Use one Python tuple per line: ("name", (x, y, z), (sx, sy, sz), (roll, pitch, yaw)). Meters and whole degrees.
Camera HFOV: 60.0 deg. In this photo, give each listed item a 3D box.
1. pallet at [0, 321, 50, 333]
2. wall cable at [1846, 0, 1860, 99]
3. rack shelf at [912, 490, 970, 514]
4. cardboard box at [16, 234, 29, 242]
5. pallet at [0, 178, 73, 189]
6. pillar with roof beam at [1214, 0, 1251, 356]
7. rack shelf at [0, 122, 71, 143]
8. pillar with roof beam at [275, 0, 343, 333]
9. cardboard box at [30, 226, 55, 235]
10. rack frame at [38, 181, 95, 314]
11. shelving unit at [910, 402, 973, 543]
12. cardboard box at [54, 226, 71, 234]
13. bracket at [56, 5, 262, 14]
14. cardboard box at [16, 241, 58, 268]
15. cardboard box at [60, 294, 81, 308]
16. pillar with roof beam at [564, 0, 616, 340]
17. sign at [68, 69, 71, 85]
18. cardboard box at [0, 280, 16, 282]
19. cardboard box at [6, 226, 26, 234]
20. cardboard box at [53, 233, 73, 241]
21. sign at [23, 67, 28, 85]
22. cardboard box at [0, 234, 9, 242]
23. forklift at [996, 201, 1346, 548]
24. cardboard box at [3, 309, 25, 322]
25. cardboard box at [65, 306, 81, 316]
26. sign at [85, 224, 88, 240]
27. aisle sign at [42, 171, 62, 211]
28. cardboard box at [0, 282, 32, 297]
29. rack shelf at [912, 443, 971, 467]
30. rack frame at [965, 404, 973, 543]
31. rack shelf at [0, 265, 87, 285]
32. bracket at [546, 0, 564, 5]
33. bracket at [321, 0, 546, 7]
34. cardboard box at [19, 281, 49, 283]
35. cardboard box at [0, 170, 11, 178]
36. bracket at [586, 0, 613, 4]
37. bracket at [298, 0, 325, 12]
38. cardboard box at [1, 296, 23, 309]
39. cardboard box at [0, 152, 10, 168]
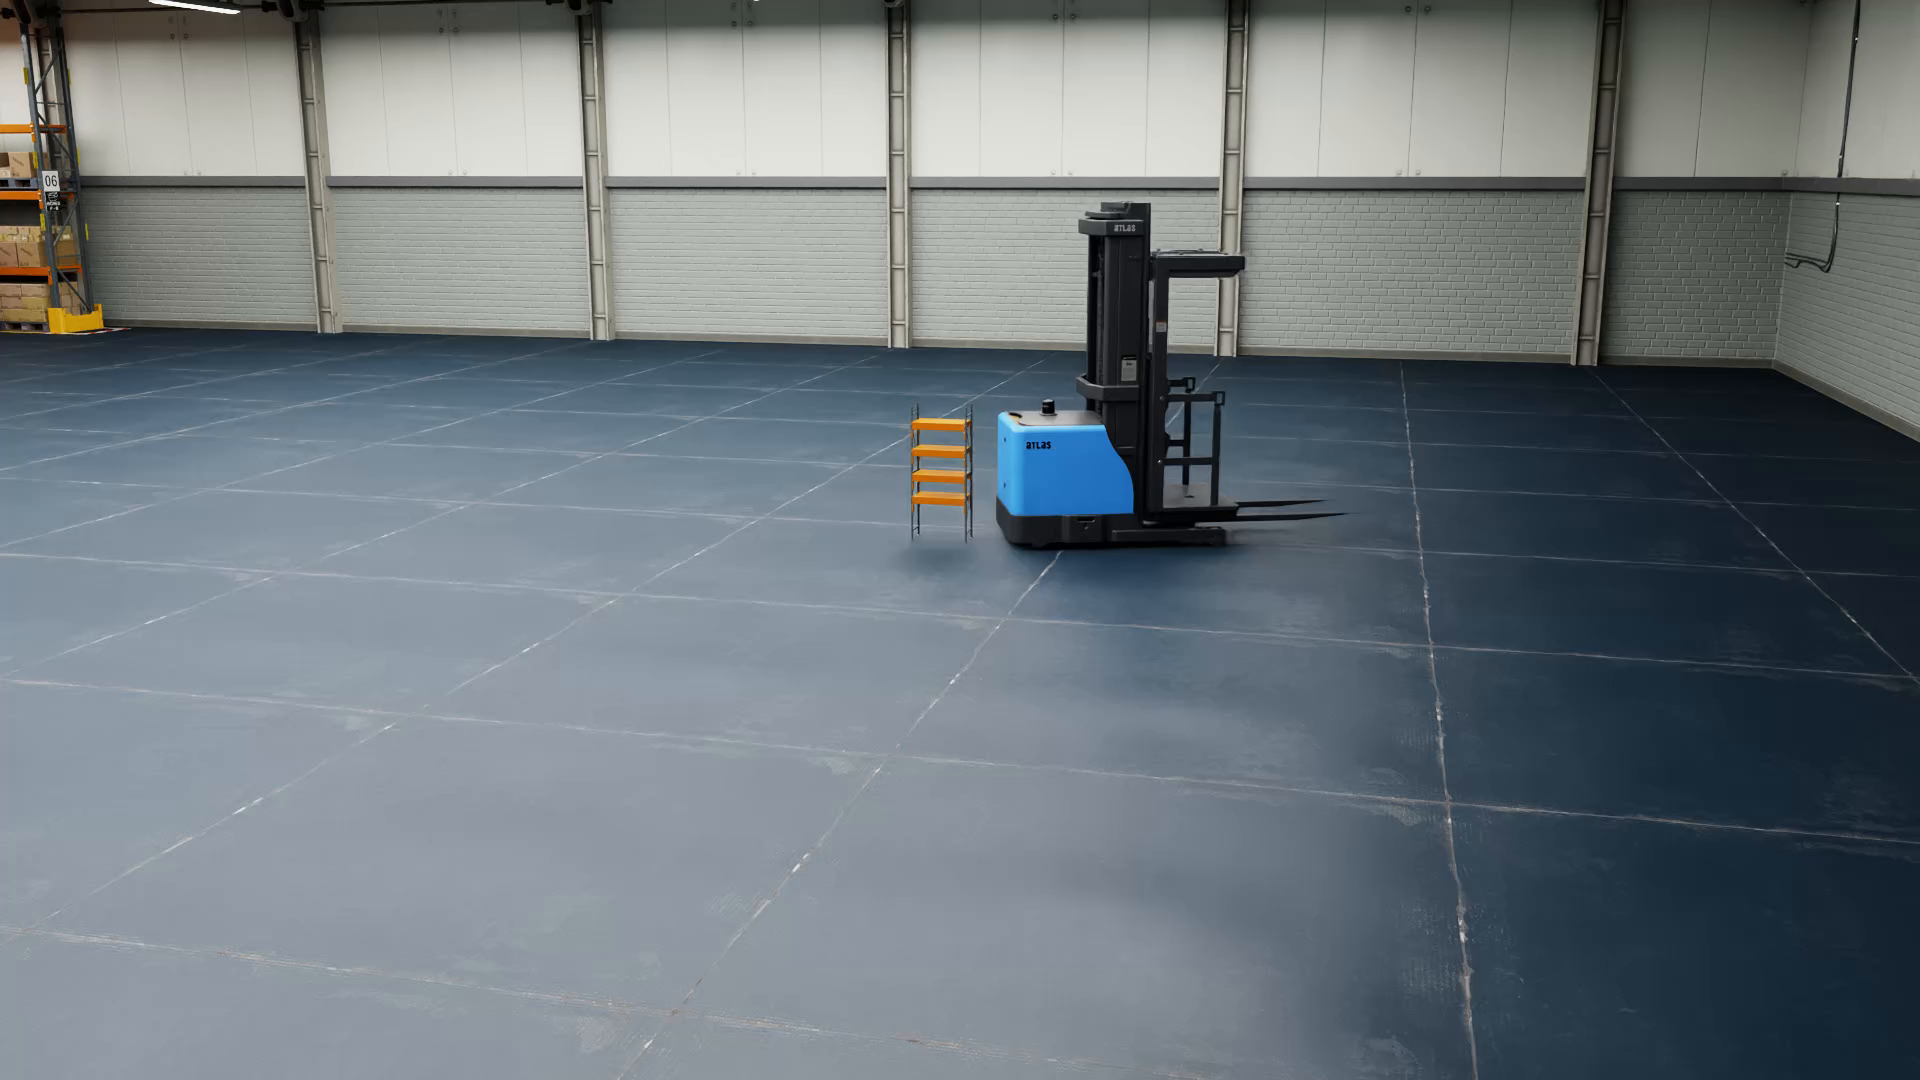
("pallet", (-18.876, -4.432, 34.223), (1.213, 0.211, 1.003), (3, 13, 14))
("wall cable", (12.438, -7.310, 22.415), (0.112, 2.526, 3.097), (3, 13, 14))
("rack shelf", (-0.161, -0.335, 14.700), (0.480, 0.148, 0.258), (3, 13, 14))
("cardboard box", (-18.783, -6.094, 33.548), (0.250, 0.149, 0.380), (3, 13, 14))
("pallet", (-18.804, -7.226, 33.657), (1.213, 0.211, 1.003), (3, 13, 14))
("pillar with roof beam", (3.686, -6.766, 24.455), (0.548, 9.000, 9.100), (3, 13, 14))
("rack shelf", (-20.066, -8.249, 33.722), (4.000, 0.370, 1.077), (3, 13, 14))
("pillar with roof beam", (-13.790, -7.700, 28.666), (0.548, 9.000, 9.100), (3, 13, 14))
("cardboard box", (-18.522, -6.248, 33.553), (0.250, 0.149, 0.380), (3, 13, 14))
("rack frame", (-18.124, -5.763, 33.782), (0.127, 3.000, 1.000), (3, 13, 14))
("shelving unit", (-0.161, -0.594, 14.643), (0.503, 1.200, 0.258), (3, 13, 14))
("cardboard box", (-18.399, -6.336, 33.950), (0.250, 0.149, 0.380), (3, 13, 12))
("bracket", (-15.748, -10.444, 32.720), (4.783, 0.066, 0.076), (3, 13, 14))
("cardboard box", (-18.664, -5.782, 33.638), (0.500, 0.500, 0.500), (3, 13, 12))
("cardboard box", (-18.530, -4.937, 34.287), (0.500, 0.250, 0.500), (3, 13, 15))
("pillar with roof beam", (-7.965, -7.389, 27.262), (0.548, 9.000, 9.100), (3, 13, 14))
("sign", (-17.985, -9.341, 33.539), (0.005, 0.325, 0.100), (3, 13, 14))
("cardboard box", (-20.010, -5.260, 34.585), (0.500, 0.250, 0.500), (3, 13, 12))
("cardboard box", (-19.029, -6.262, 33.617), (0.250, 0.149, 0.380), (3, 13, 15))
("cardboard box", (-18.391, -6.200, 34.026), (0.250, 0.149, 0.380), (3, 13, 12))
("sign", (-18.268, -9.073, 32.512), (0.005, 0.325, 0.100), (3, 13, 14))
("cardboard box", (-19.258, -6.136, 33.736), (0.250, 0.149, 0.380), (3, 13, 13))
("forklift", (1.883, -1.480, 14.638), (3.031, 2.935, 1.130), (-2, 13, -7))
("cardboard box", (-19.136, -4.611, 33.970), (0.500, 0.250, 0.500), (3, 13, 14))
("cardboard box", (-18.554, -4.692, 34.335), (0.500, 0.250, 0.500), (3, 13, 14))
("sign", (-17.985, -6.340, 34.205), (0.005, 0.325, 0.100), (3, 13, 14))
("aisle sign", (-18.130, -6.967, 33.207), (0.004, 0.787, 0.394), (3, 13, 14))
("cardboard box", (-19.143, -5.097, 33.852), (0.500, 0.250, 0.500), (3, 13, 15))
("rack shelf", (-0.161, -0.747, 14.609), (0.480, 0.148, 0.258), (3, 13, 14))
("rack frame", (0.076, -0.582, 14.585), (0.015, 1.200, 0.240), (3, 13, 14))
("rack shelf", (-20.066, -5.515, 34.328), (4.000, 0.370, 1.077), (3, 13, 14))
("bracket", (-7.421, -9.999, 30.713), (0.430, 0.232, 0.235), (3, 13, 14))
("bracket", (-9.923, -10.132, 31.316), (4.783, 0.066, 0.076), (3, 13, 14))
("cardboard box", (-19.031, -5.203, 34.332), (0.500, 0.250, 0.500), (3, 13, 14))
("cardboard box", (-19.001, -7.337, 33.334), (0.250, 0.149, 0.380), (3, 13, 12))
("bracket", (-6.615, -9.955, 30.519), (0.430, 0.232, 0.235), (3, 13, 14))
("bracket", (-12.441, -10.267, 31.923), (0.430, 0.232, 0.235), (3, 13, 14))
("cardboard box", (-19.156, -4.857, 33.926), (0.500, 0.250, 0.500), (3, 13, 13))
("cardboard box", (-19.582, -7.576, 33.597), (0.500, 0.500, 0.700), (3, 13, 14))
